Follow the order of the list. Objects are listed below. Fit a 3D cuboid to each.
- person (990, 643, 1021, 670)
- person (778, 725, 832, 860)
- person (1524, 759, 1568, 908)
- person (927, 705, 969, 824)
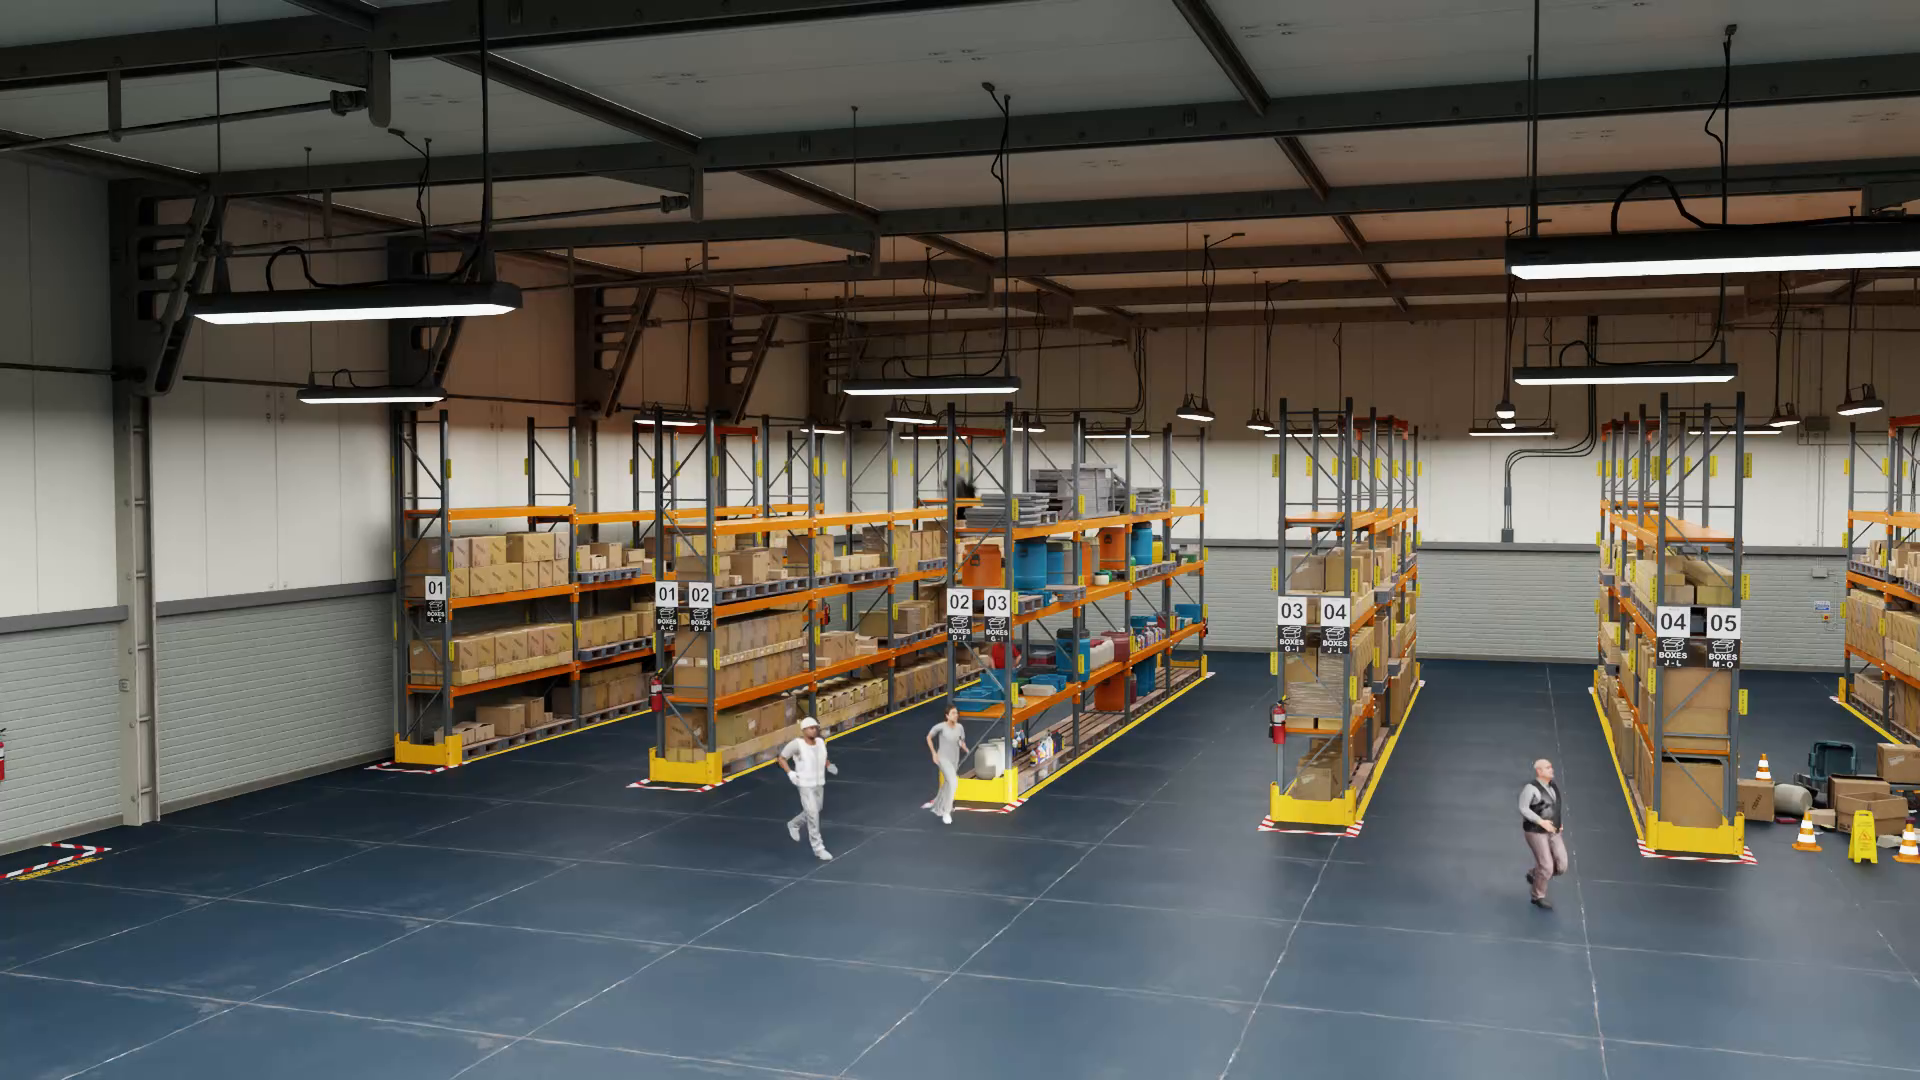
[{"bbox_3d":[0.870,2.724,33.319,0.661,1.739,0.495,1,3,18],"label":"person"},{"bbox_3d":[9.390,2.231,23.200,14.644,3.557,19.119,2,3,45],"label":"person"},{"bbox_3d":[6.653,3.344,18.992,0.553,1.685,0.573,-2,3,-33],"label":"person"},{"bbox_3d":[1.747,2.906,29.761,11.110,1.673,8.073,-2,3,-38],"label":"person"}]
